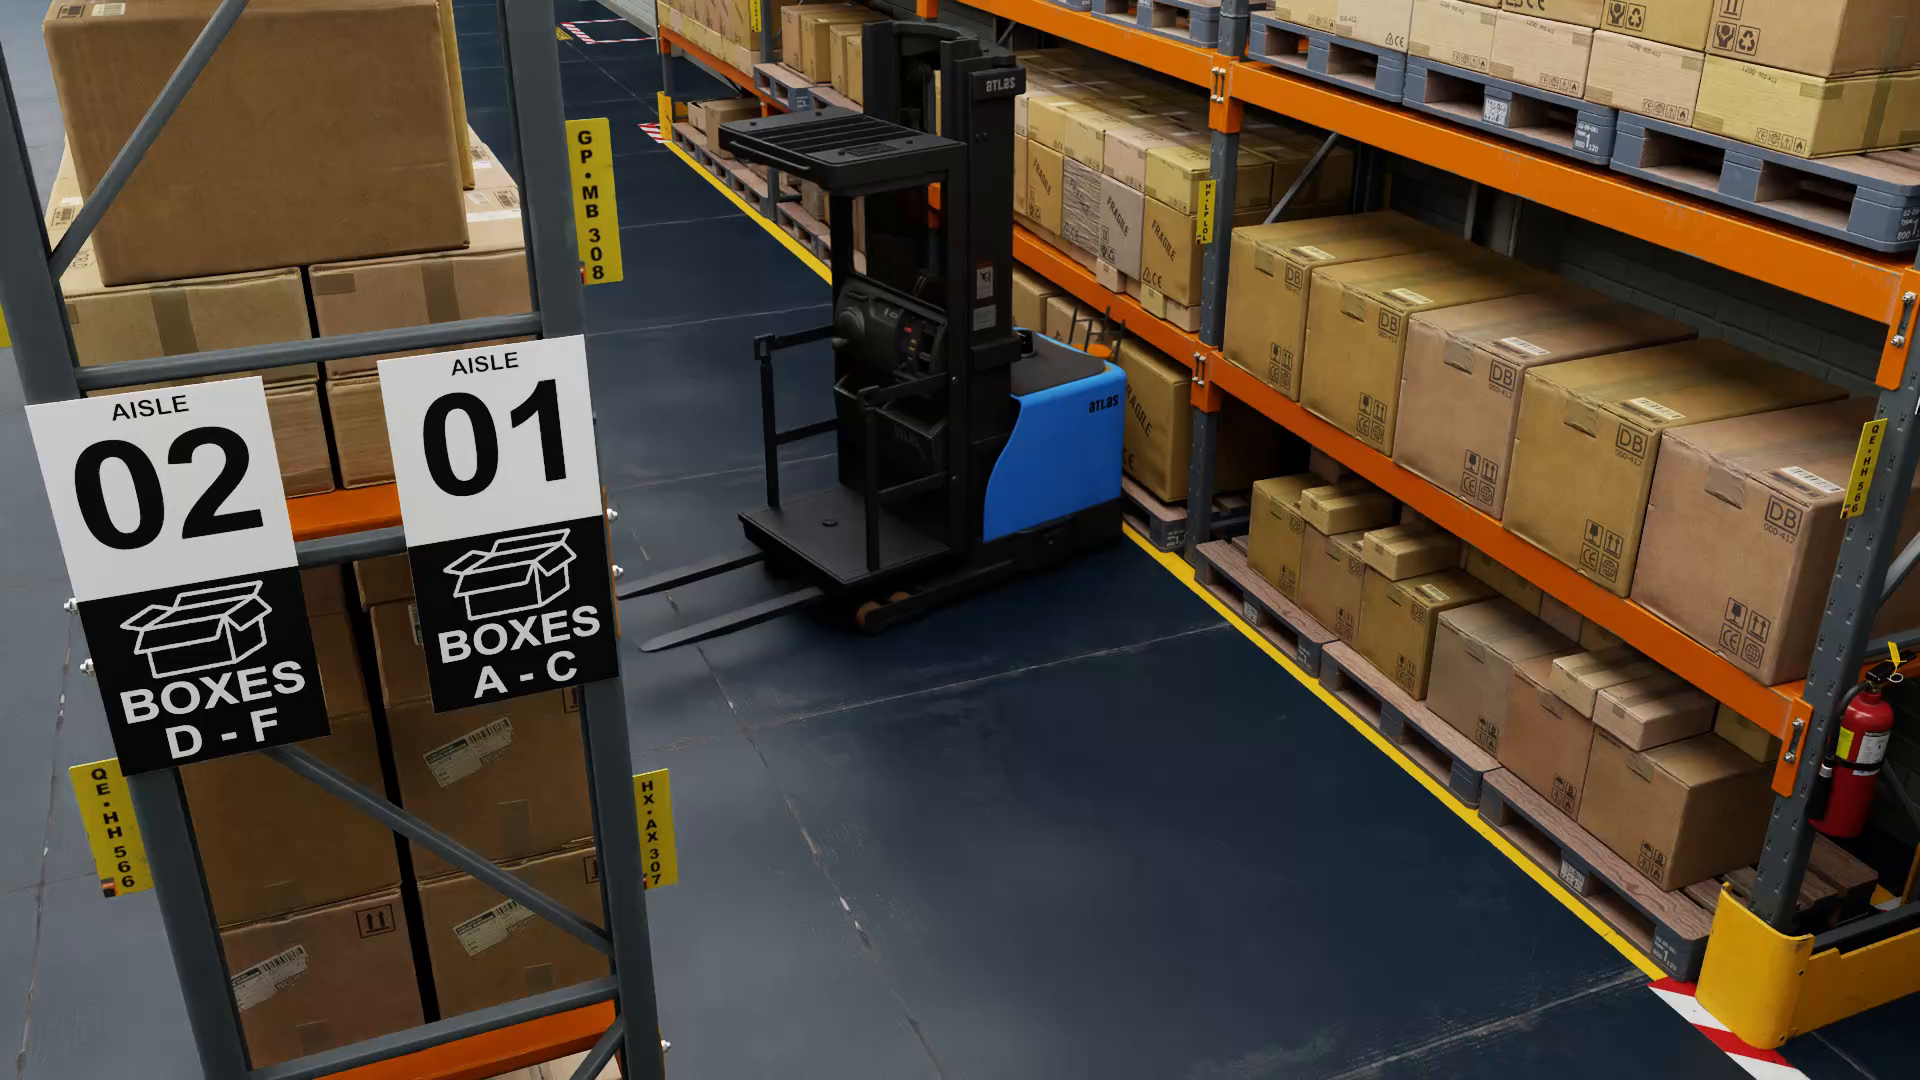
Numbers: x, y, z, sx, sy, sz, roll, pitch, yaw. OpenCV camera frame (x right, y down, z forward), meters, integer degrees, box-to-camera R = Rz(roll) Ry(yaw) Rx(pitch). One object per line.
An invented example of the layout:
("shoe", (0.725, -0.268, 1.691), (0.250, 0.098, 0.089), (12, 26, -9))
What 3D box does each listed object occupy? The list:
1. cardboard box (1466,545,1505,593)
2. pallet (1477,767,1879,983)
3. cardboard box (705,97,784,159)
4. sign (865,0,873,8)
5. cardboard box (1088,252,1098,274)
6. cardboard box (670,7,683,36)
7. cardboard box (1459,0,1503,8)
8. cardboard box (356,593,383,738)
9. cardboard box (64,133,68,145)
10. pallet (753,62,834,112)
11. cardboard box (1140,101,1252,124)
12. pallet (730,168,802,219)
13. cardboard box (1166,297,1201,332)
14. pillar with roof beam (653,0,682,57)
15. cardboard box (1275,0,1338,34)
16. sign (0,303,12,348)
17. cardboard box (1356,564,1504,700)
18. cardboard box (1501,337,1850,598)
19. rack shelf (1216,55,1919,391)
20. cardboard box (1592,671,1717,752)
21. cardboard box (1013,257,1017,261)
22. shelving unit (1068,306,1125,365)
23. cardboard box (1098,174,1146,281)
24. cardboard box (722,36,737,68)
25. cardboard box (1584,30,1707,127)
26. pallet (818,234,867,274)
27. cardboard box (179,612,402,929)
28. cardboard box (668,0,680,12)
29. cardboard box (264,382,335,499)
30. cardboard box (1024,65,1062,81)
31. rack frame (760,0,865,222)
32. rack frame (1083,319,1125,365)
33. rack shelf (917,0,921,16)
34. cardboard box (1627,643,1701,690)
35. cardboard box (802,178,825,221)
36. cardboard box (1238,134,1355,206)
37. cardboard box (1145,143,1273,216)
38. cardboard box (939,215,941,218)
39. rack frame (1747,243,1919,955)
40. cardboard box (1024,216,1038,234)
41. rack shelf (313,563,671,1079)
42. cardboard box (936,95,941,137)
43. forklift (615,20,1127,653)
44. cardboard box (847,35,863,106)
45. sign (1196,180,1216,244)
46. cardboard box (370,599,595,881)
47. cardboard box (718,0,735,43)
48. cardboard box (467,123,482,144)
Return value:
("cardboard box", (2.600, 0.098, 7.761), (0.380, 0.149, 0.250), (-11, 28, -22))
("pallet", (2.945, 1.262, 6.925), (1.003, 0.211, 1.213), (-11, 28, -21))
("cardboard box", (-2.283, -4.386, 17.662), (0.700, 0.500, 0.500), (-12, 29, -24))
("sign", (-0.860, -5.143, 15.546), (0.100, 0.325, 0.005), (-11, 28, -21))
("cardboard box", (0.998, -1.697, 10.071), (0.380, 0.149, 0.250), (-11, 28, -21))
("cardboard box", (-2.821, -5.624, 17.998), (0.500, 0.250, 0.500), (-11, 28, -22))
("cardboard box", (2.190, -2.407, 6.566), (0.500, 0.500, 0.500), (-10, 28, -20))
("cardboard box", (-1.753, 0.289, 5.626), (0.500, 0.500, 0.500), (-10, 28, -20))
("cardboard box", (-2.253, -1.103, 4.773), (0.500, 0.250, 0.500), (-11, 28, -21))
("pallet", (-1.204, -4.107, 14.961), (1.003, 0.211, 1.213), (-11, 28, -21))
("cardboard box", (1.411, -2.463, 10.046), (0.500, 0.250, 0.500), (-12, 28, -22))
("pallet", (-1.665, -3.538, 16.756), (1.003, 0.211, 1.213), (-11, 28, -21))
("cardboard box", (1.371, -1.281, 9.218), (0.380, 0.149, 0.250), (-10, 28, -20))
("pillar with roof beam", (-8.177, -10.385, 20.764), (9.100, 9.000, 0.400), (-11, 28, -21))
("cardboard box", (1.791, -2.487, 7.583), (0.500, 0.250, 0.500), (-11, 28, -21))
("sign", (-1.745, -0.488, 2.902), (0.100, 0.325, 0.005), (-11, 28, -21))
("cardboard box", (2.355, 0.368, 7.947), (0.700, 0.500, 0.500), (-10, 28, -19))
("cardboard box", (2.826, -0.313, 6.630), (0.980, 0.700, 0.700), (-11, 28, -21))
("rack shelf", (2.547, -1.514, 6.833), (1.077, 0.370, 4.000), (-11, 28, -21))
("cardboard box", (2.746, 0.675, 6.579), (0.380, 0.149, 0.250), (-11, 28, -21))
("cardboard box", (0.364, -1.815, 12.020), (0.750, 0.750, 0.750), (-11, 28, -21))
("shelving unit", (0.733, -0.809, 9.995), (0.258, 1.200, 0.189), (-6, 34, -25))
("cardboard box", (1.142, -1.832, 9.607), (0.500, 0.500, 0.500), (-10, 28, -20))
("cardboard box", (-2.021, -4.810, 16.330), (0.500, 0.250, 0.500), (-10, 28, -20))
("cardboard box", (2.594, -1.656, 5.882), (0.500, 0.250, 0.500), (-12, 28, -23))
("pallet", (-0.582, -2.466, 14.560), (1.003, 0.211, 1.213), (-11, 28, -21))
("cardboard box", (-1.654, 0.544, 3.963), (0.500, 0.500, 0.500), (-11, 28, -21))
("cardboard box", (-2.841, -5.974, 17.860), (0.500, 0.500, 0.500), (-10, 28, -20))
("cardboard box", (-1.670, -0.272, 3.640), (0.500, 0.250, 0.500), (-11, 28, -21))
("cardboard box", (0.349, -2.992, 11.128), (0.500, 0.250, 0.500), (-11, 28, -21))
("rack frame", (-1.370, -4.526, 15.602), (1.000, 3.000, 0.127), (-11, 28, -21))
("rack frame", (0.771, -0.762, 9.926), (0.240, 1.200, 0.006), (-6, 34, -25))
("rack shelf", (-0.586, -4.744, 13.448), (1.077, 0.370, 4.000), (-11, 28, -21))
("cardboard box", (2.998, 0.508, 6.923), (0.380, 0.149, 0.250), (-10, 28, -20))
("cardboard box", (-1.066, -3.306, 15.451), (0.700, 0.500, 0.500), (-10, 28, -19))
("cardboard box", (1.823, -2.052, 9.203), (0.500, 0.250, 0.500), (-10, 28, -19))
("cardboard box", (1.345, -1.966, 9.027), (0.500, 0.250, 0.500), (-10, 28, -19))
("cardboard box", (-0.228, -2.496, 13.790), (0.700, 0.500, 0.500), (-11, 28, -21))
("rack frame", (3.330, 0.318, 5.680), (1.000, 3.000, 0.127), (-11, 28, -21))
("cardboard box", (0.642, -2.120, 10.937), (0.380, 0.149, 0.250), (-10, 28, -20))
("rack shelf", (-2.010, 0.687, 5.745), (1.077, 0.370, 4.000), (-11, 28, -21))
("cardboard box", (0.152, -2.859, 11.711), (0.500, 0.500, 0.500), (-10, 28, -19))
("forklift", (-0.537, -1.085, 8.632), (3.031, 2.935, 1.130), (-18, 31, -33))
("cardboard box", (-0.505, -3.841, 13.583), (0.700, 0.500, 0.500), (-11, 28, -21))
("sign", (1.268, -1.684, 8.551), (0.100, 0.325, 0.005), (-11, 28, -21))
("cardboard box", (-1.158, 0.452, 4.152), (0.500, 0.500, 0.500), (-10, 28, -19))
("cardboard box", (-2.040, -5.143, 16.158), (0.500, 0.500, 0.500), (-11, 28, -21))
("cardboard box", (-1.579, -0.990, 4.542), (0.500, 0.250, 0.500), (-11, 28, -21))
